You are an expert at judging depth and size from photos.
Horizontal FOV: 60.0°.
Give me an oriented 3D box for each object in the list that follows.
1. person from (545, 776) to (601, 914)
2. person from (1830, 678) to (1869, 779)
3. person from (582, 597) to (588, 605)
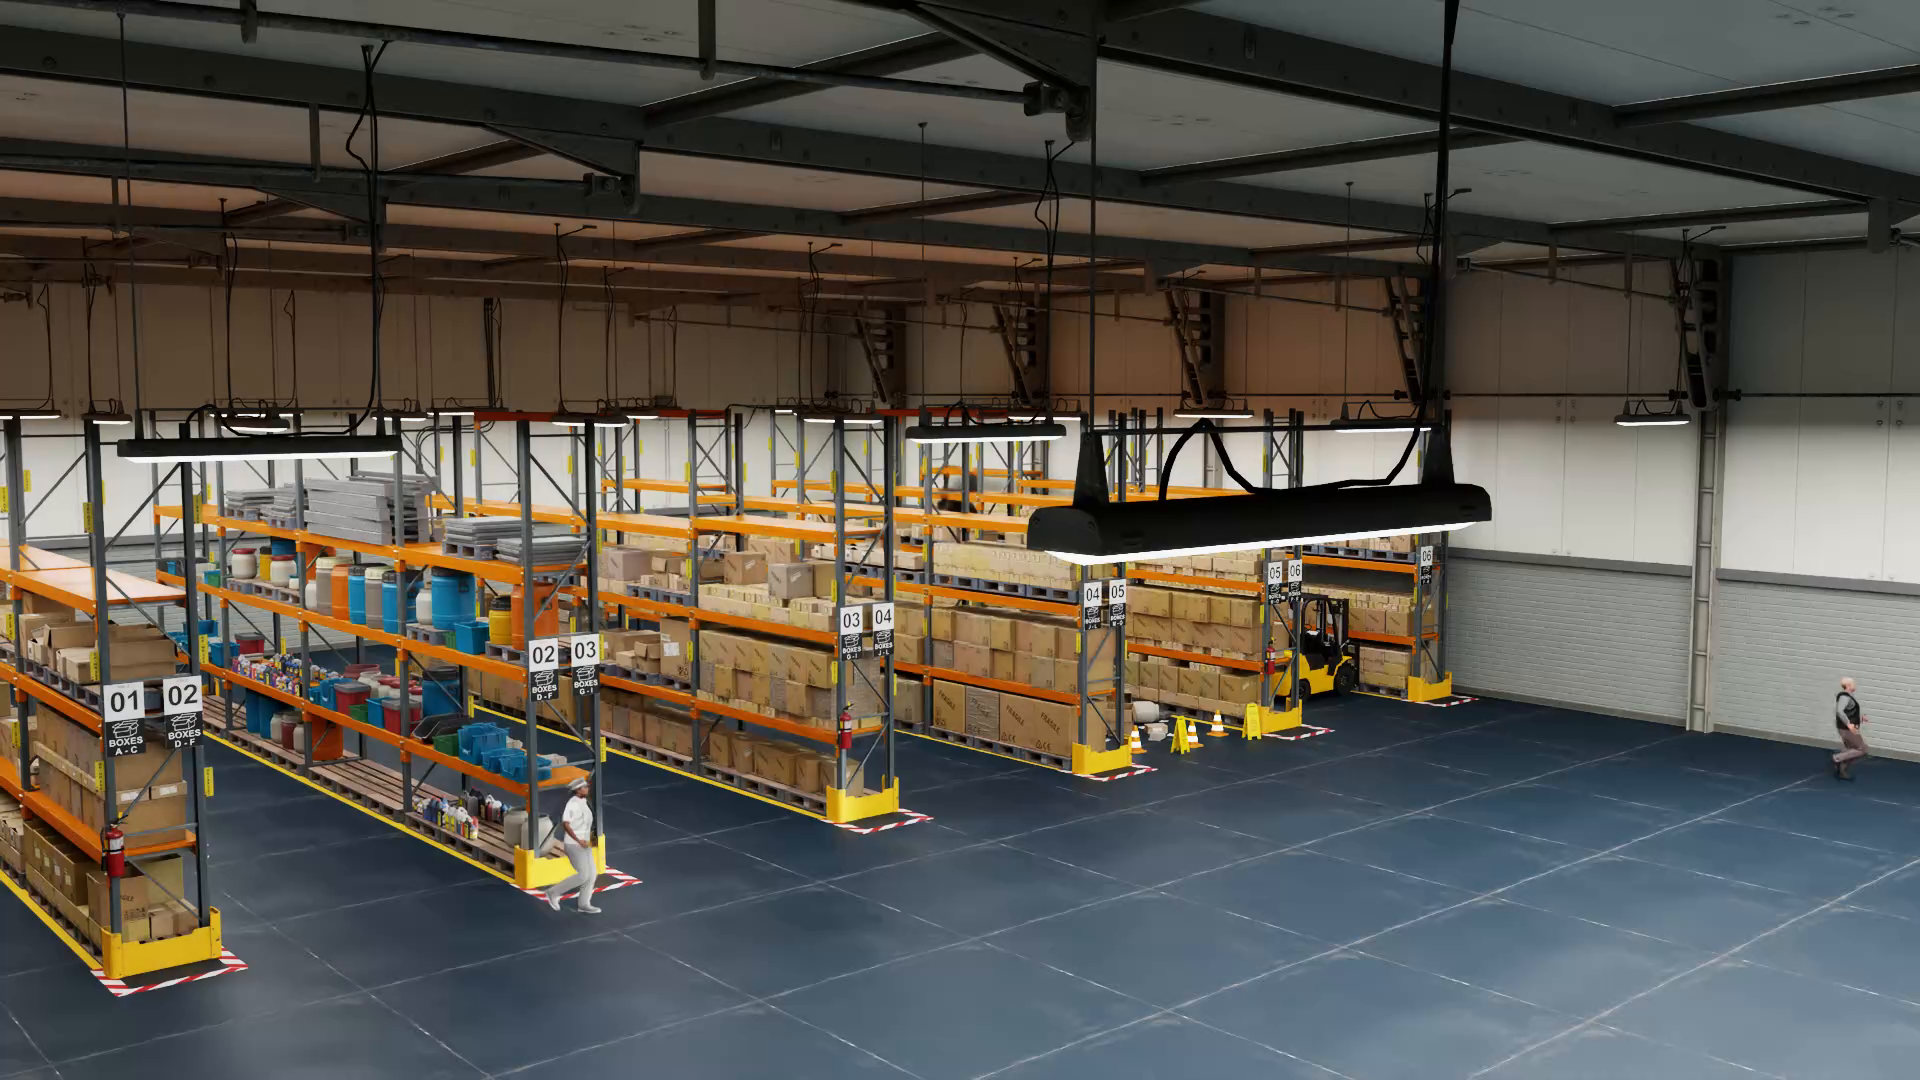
[{"bbox_3d":[-4.716,3.717,20.403,0.664,1.637,0.652,0,5,-1],"label":"person"},{"bbox_3d":[14.612,3.097,27.306,0.578,1.676,0.665,2,5,22],"label":"person"},{"bbox_3d":[-8.642,2.124,37.981,0.726,1.724,0.921,-4,6,-36],"label":"person"}]
